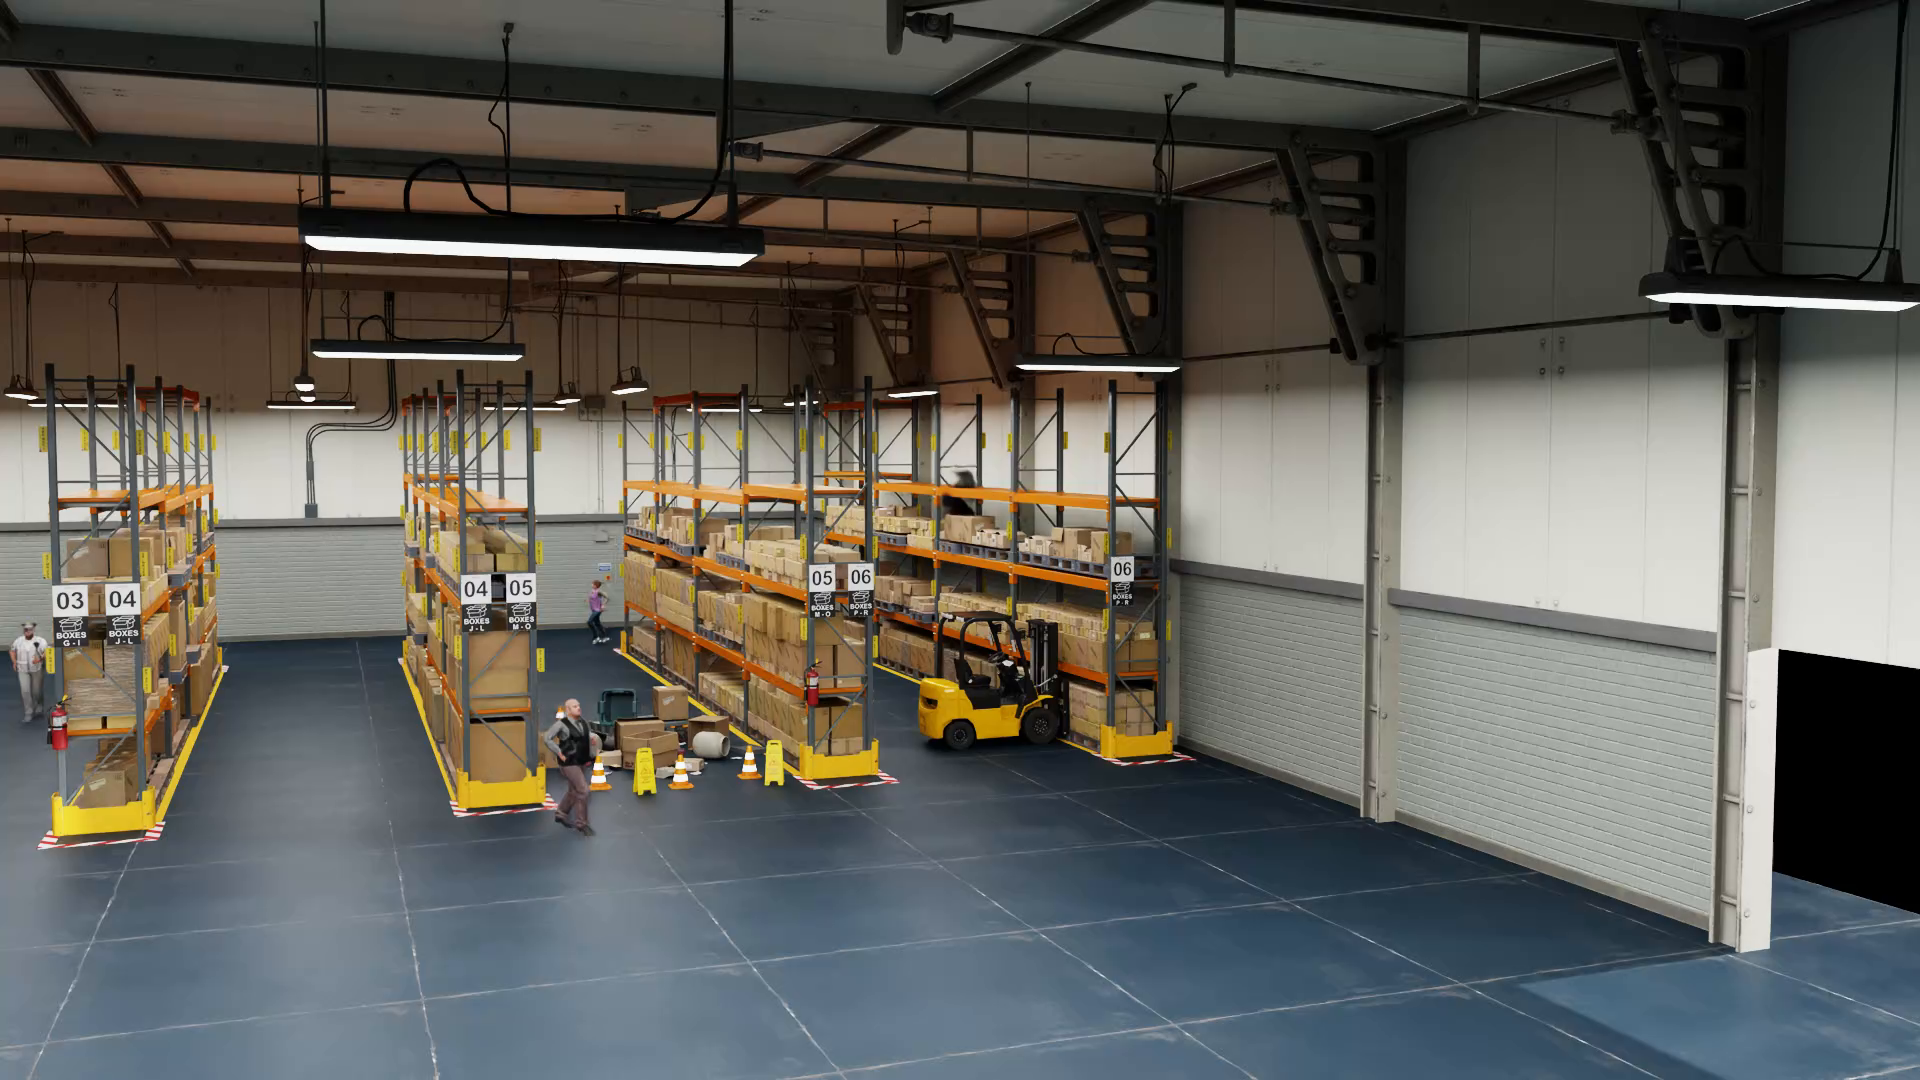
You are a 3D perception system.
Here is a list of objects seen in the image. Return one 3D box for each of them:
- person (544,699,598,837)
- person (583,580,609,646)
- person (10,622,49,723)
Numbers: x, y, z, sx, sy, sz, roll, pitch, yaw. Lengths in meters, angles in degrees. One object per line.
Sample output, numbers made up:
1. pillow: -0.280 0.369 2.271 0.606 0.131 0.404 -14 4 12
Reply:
1. person: -4.956 2.912 21.252 0.714 1.777 0.650 1 4 18
2. person: -9.007 1.793 41.198 0.686 1.622 0.505 -2 4 -34
3. person: -16.844 2.360 30.126 0.666 1.790 0.825 -1 4 -22
